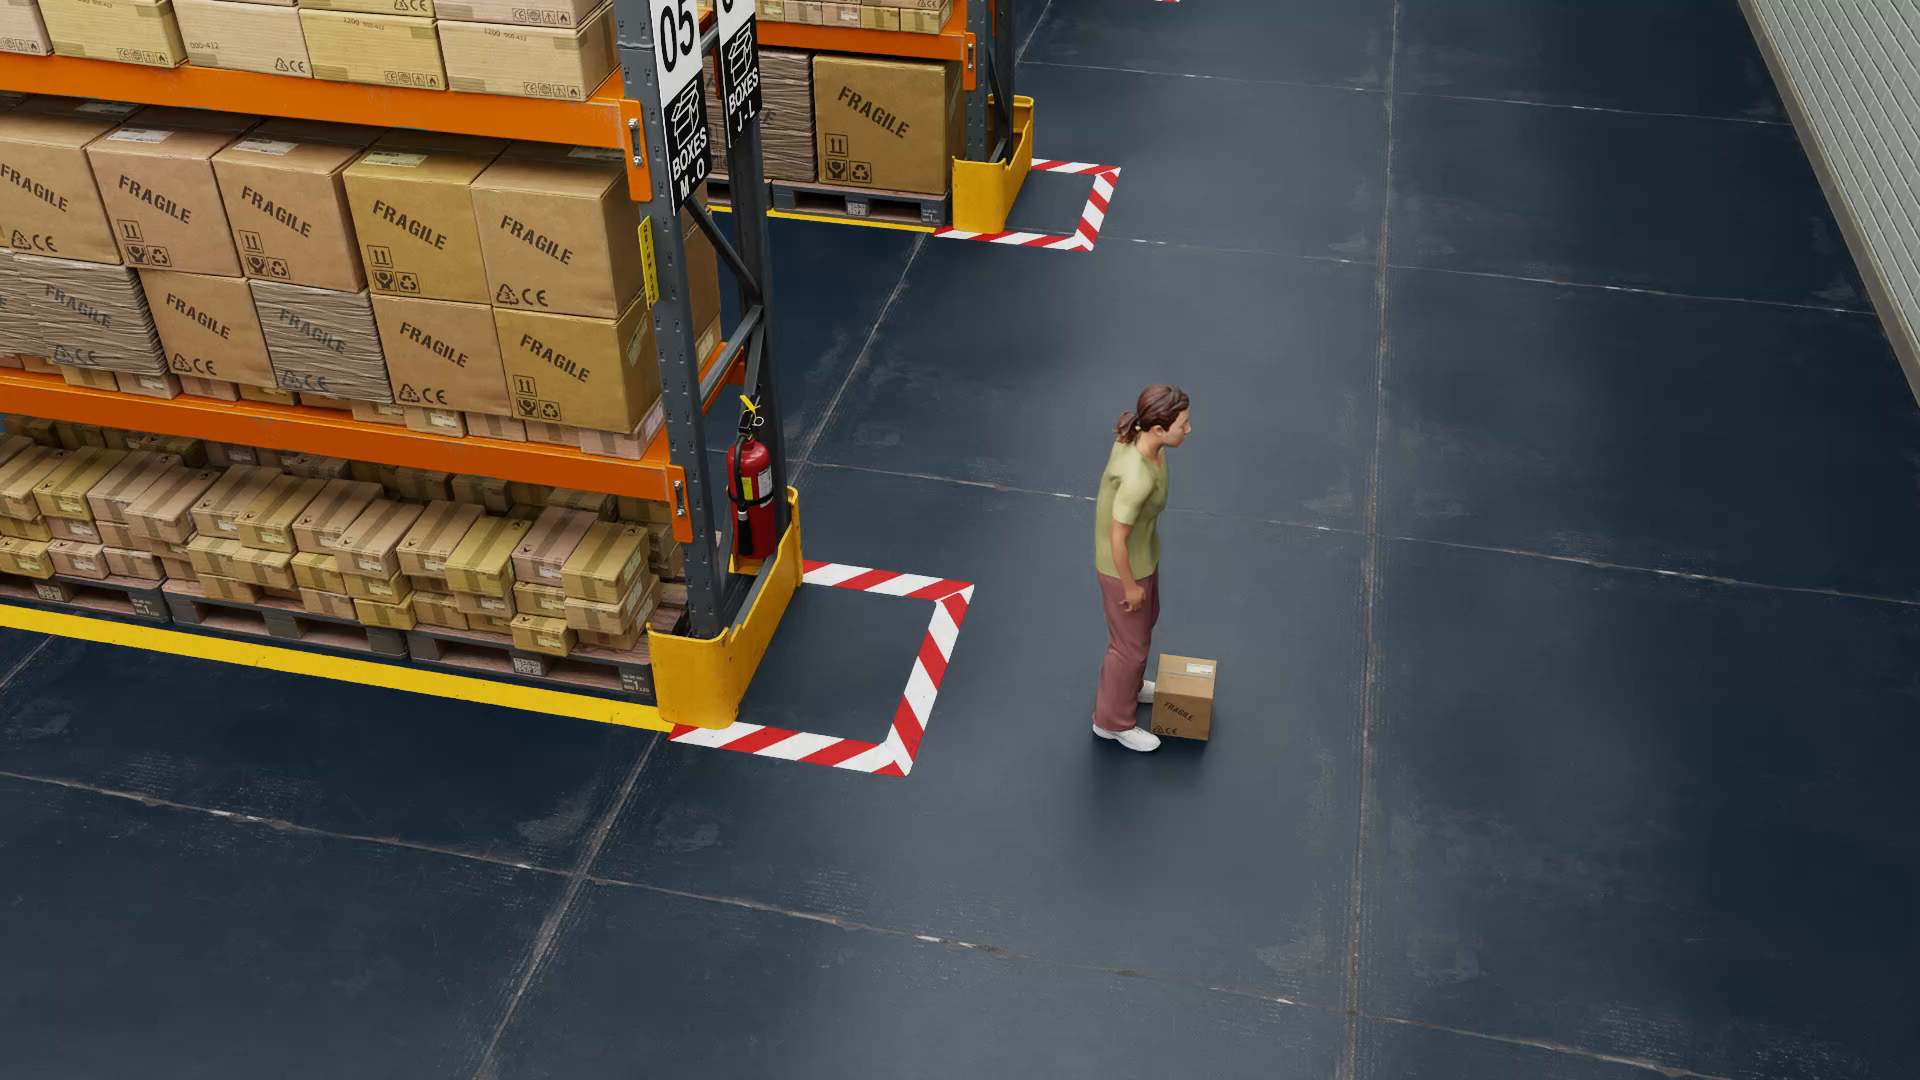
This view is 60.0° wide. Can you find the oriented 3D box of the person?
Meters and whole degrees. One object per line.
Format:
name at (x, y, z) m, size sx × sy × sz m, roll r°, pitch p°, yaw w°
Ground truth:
person at (0.731, 0.088, 6.846) m, size 0.357 × 1.673 × 0.499 m, roll 8°, pitch 37°, yaw 10°
